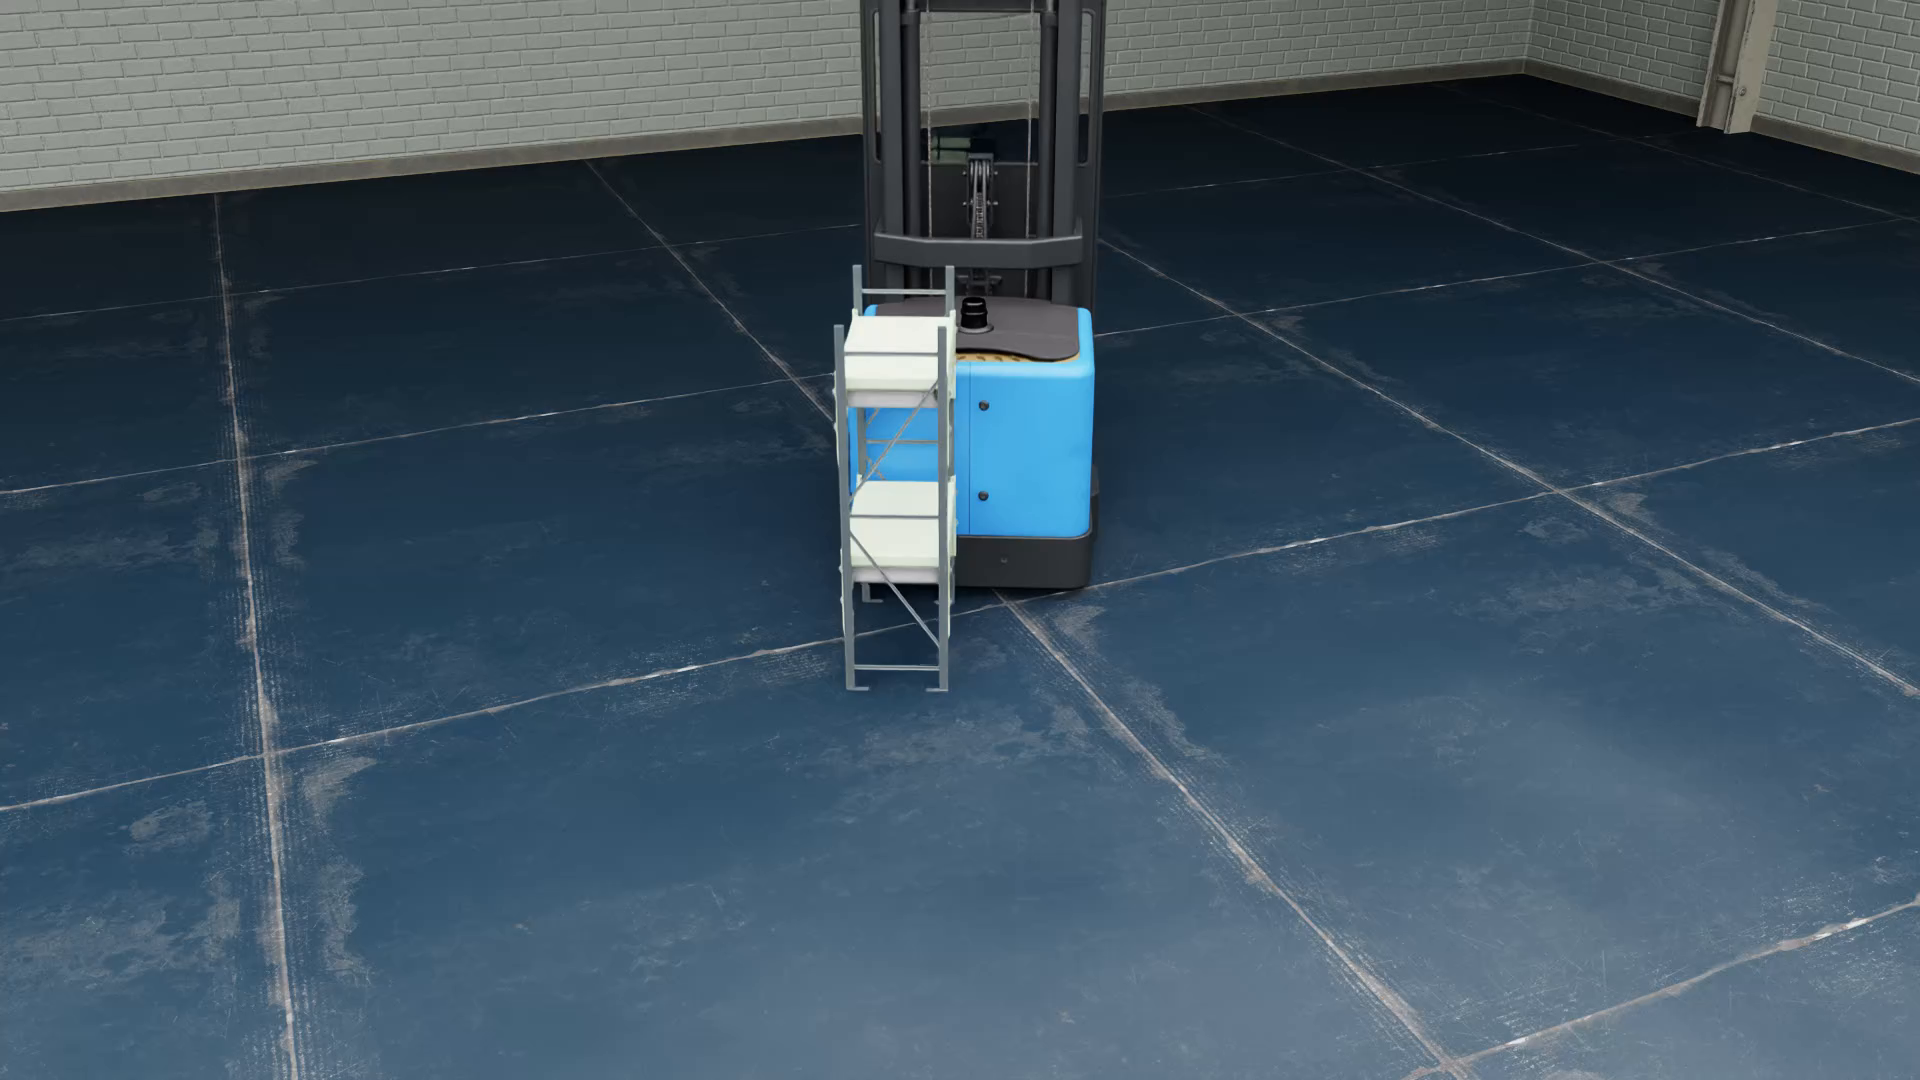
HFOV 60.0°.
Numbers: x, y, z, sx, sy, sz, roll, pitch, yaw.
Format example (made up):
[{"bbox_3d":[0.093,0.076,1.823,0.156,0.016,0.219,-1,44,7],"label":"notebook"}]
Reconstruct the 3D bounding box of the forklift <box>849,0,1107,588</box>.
[{"bbox_3d":[0.114,-1.716,7.923,1.130,2.935,3.031,1,26,3],"label":"forklift"}]

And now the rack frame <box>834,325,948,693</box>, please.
[{"bbox_3d":[-0.246,-0.082,6.209,0.400,1.500,0.023,1,26,2],"label":"rack frame"}]

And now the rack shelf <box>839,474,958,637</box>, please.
[{"bbox_3d":[-0.235,0.050,6.681,0.431,0.370,0.720,1,26,2],"label":"rack shelf"}]

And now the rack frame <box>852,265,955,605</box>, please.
[{"bbox_3d":[-0.223,-0.403,6.866,0.400,1.500,0.023,1,26,2],"label":"rack frame"}]

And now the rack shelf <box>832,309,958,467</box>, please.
[{"bbox_3d":[-0.235,-0.593,6.366,0.431,0.370,0.720,1,26,2],"label":"rack shelf"}]

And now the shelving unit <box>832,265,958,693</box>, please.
[{"bbox_3d":[-0.235,-0.243,6.538,0.431,1.500,0.755,1,26,2],"label":"shelving unit"}]

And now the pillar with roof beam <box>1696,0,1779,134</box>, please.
[{"bbox_3d":[3.262,-7.199,12.239,9.100,9.000,0.400,-11,28,-21],"label":"pillar with roof beam"}]
